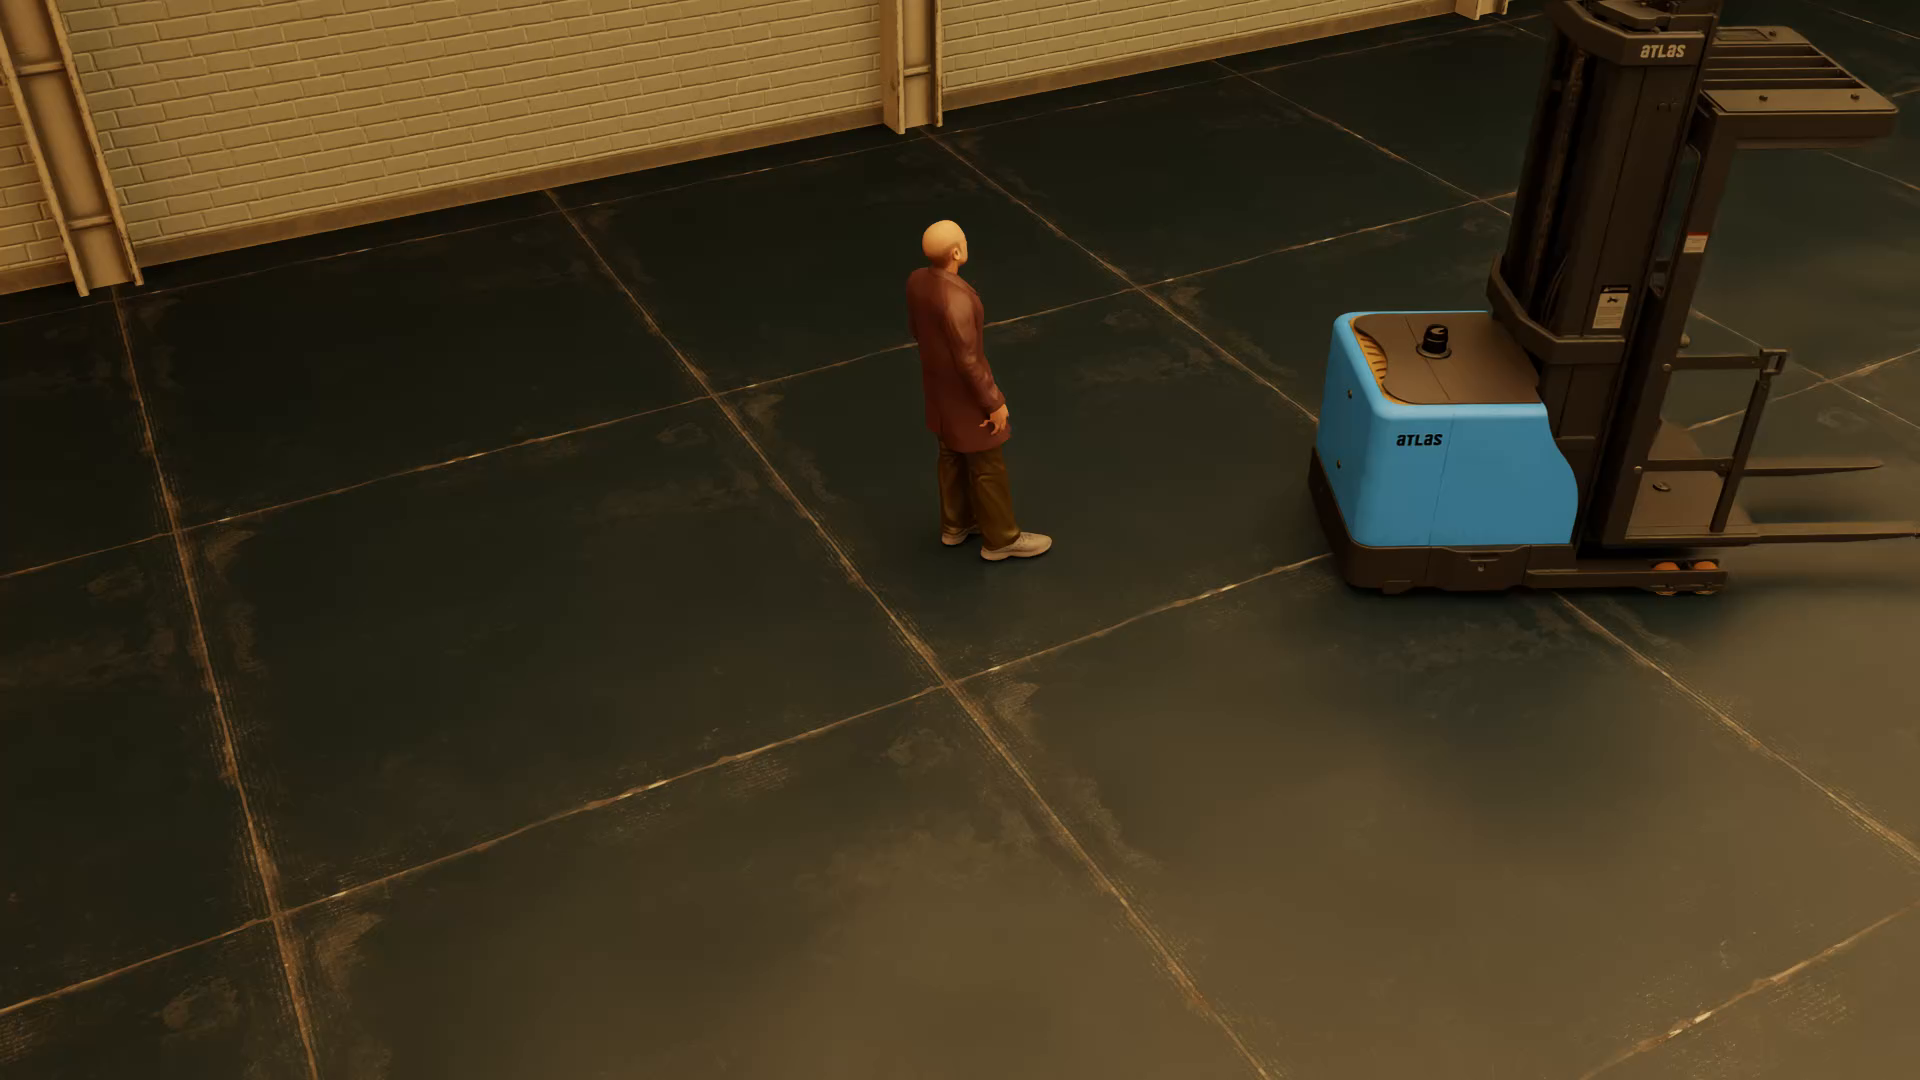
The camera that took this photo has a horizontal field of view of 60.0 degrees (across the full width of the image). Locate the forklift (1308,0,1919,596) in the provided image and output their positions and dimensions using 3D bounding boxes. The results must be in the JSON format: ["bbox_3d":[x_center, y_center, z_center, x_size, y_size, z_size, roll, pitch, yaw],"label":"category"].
[{"bbox_3d":[3.405,-1.227,7.859,3.031,2.935,1.130,-1,35,-1],"label":"forklift"}]

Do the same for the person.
[{"bbox_3d":[0.082,-0.754,8.176,0.582,1.775,0.696,-17,39,-23],"label":"person"}]
